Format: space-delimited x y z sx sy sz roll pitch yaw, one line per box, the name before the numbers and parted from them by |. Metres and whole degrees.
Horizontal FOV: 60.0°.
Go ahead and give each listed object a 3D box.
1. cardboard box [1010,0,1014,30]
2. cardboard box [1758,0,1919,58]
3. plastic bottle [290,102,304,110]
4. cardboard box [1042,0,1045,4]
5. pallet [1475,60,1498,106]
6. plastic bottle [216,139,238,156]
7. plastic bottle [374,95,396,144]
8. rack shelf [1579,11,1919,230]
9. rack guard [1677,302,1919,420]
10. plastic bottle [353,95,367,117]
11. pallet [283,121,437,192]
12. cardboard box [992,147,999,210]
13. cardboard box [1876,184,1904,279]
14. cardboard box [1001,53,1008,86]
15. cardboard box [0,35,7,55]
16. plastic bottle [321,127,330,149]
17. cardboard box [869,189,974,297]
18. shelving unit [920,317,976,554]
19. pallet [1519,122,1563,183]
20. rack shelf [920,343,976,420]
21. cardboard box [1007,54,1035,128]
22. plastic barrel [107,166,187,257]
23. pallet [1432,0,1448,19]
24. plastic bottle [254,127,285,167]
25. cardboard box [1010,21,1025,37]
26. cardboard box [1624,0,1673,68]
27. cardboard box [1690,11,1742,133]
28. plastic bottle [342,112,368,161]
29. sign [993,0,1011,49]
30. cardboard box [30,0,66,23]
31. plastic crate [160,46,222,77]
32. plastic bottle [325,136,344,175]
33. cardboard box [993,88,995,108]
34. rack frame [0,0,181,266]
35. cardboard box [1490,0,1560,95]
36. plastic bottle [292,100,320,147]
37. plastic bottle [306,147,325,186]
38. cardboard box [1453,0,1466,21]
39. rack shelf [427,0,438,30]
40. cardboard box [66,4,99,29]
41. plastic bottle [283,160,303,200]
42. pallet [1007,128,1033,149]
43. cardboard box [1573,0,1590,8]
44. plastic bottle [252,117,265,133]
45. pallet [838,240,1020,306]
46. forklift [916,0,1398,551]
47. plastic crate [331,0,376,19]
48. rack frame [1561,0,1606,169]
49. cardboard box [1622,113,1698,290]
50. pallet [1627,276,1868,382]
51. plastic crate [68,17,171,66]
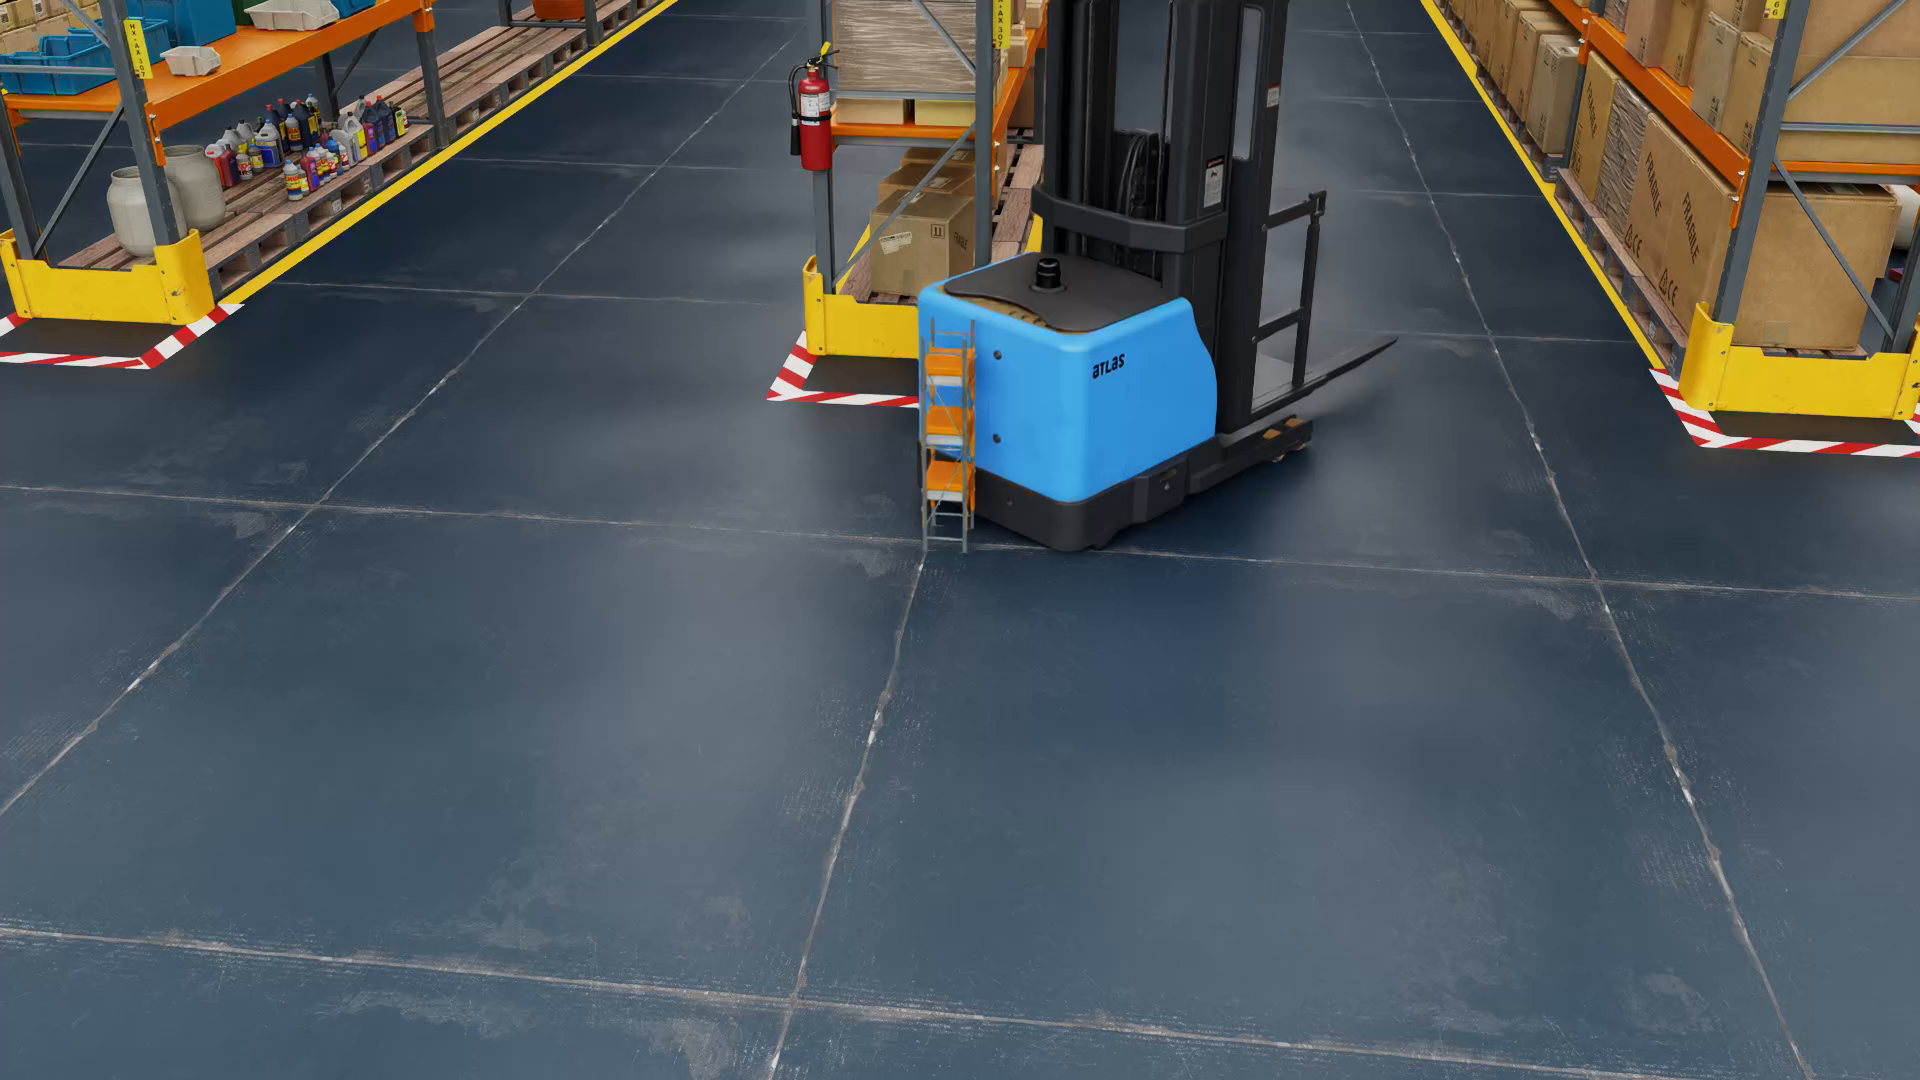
cardboard box | -0.107 -3.566 10.788 0.875 0.500 0.500 3 28 6
cardboard box | 4.673 -2.802 8.492 0.875 0.550 0.550 3 28 6
plastic bottle | -5.233 -3.311 13.142 0.152 0.276 0.135 4 29 8
cardboard box | 0.434 -4.078 12.422 0.380 0.149 0.250 3 28 6
pallet | 5.398 -4.260 15.435 1.003 0.211 1.213 3 28 6
plastic bottle | -5.372 -2.779 12.154 0.152 0.276 0.135 3 28 5
plastic bottle | -4.539 -3.303 13.047 0.144 0.351 0.185 3 28 5
rack shelf | 4.834 -2.713 10.382 1.077 0.370 4.000 3 28 6
rack guard | 4.586 -0.977 9.036 1.175 0.500 0.348 3 28 6
plastic bottle | -4.683 -3.311 13.062 0.144 0.351 0.185 3 28 6
pallet | -4.870 -3.054 13.196 1.003 0.211 1.213 3 28 6
cardboard box | 0.020 -2.639 11.678 0.500 0.500 0.500 1 28 2
cardboard box | 5.908 -2.082 11.084 0.500 0.500 0.500 8 29 15
cardboard box | 0.093 -2.904 10.242 0.380 0.149 0.250 3 28 6
cardboard box | -9.242 -4.519 15.432 0.500 0.250 0.500 3 28 5
plastic bottle | -4.732 -2.960 12.482 0.061 0.283 0.133 3 28 6
cardboard box | -0.228 -1.802 10.124 0.500 0.500 0.500 9 30 16
shelving unit | -0.052 -0.462 7.500 0.215 1.050 0.252 4 29 7
pallet | 5.099 -3.111 13.303 1.003 0.211 1.213 3 28 6
rack shelf | -0.052 -0.702 7.371 0.215 0.259 0.240 4 29 7
cardboard box | 0.266 -3.688 13.605 0.700 0.500 0.500 1 28 2
plastic barrel | -5.232 -2.116 10.695 0.421 0.512 0.421 0 28 0
pallet | 5.966 -6.143 18.930 1.003 0.211 1.213 3 28 6
plastic bottle | -5.182 -2.948 12.467 0.152 0.276 0.135 3 28 6
cardboard box | 0.236 -3.373 11.113 0.380 0.149 0.250 3 28 6
cardboard box | 4.818 -3.355 10.658 0.875 0.550 0.550 3 28 6
cardboard box | 4.635 -2.592 9.240 0.875 0.550 0.550 3 28 6
plastic bottle | -4.603 -3.060 12.597 0.144 0.351 0.185 3 28 6
sign | 0.217 -2.774 8.824 0.100 0.325 0.005 3 28 6
cardboard box | -9.114 -5.245 16.189 0.500 0.311 0.500 3 28 6
plastic crate | -4.808 -2.999 10.431 0.298 0.136 0.250 3 28 6
plastic bottle | -4.626 -2.844 12.279 0.097 0.271 0.097 0 28 0
cardboard box | 0.000 -2.551 9.587 0.380 0.149 0.250 3 28 6
rack frame | -5.237 -2.712 9.622 1.000 3.000 0.127 3 28 6
cardboard box | 5.302 -4.356 14.601 1.050 0.750 0.750 4 29 7
plastic bottle | -5.114 -3.258 12.964 0.144 0.351 0.185 3 28 6
plastic bottle | -4.663 -2.701 12.014 0.097 0.271 0.097 0 28 0
cardboard box | 5.507 -5.758 17.467 0.500 0.500 0.500 2 28 4
rack shelf | -4.502 -5.220 15.035 1.077 0.370 4.000 3 28 6
cardboard box | -9.054 -5.237 16.765 0.500 0.250 0.500 3 28 6
plastic bottle | -4.705 -2.540 11.715 0.097 0.271 0.097 0 28 0
pallet | 0.263 -3.446 13.924 1.003 0.211 1.213 3 28 6
cardboard box | 4.878 -4.277 12.420 0.500 0.500 0.500 3 28 6
plastic bottle | -5.342 -3.073 12.691 0.061 0.283 0.133 5 29 8
pallet | -0.177 -1.613 10.521 1.003 0.211 1.213 3 28 6
forklift | 1.181 -1.840 8.076 1.130 2.935 3.031 25 37 38
plastic crate | -4.613 -3.993 12.156 0.499 0.251 0.616 3 28 6
rack frame | 5.079 -3.971 11.959 1.000 3.000 0.127 3 28 6
cardboard box | 4.712 -2.075 10.237 0.875 0.875 0.875 3 28 5
pallet | 4.609 -1.242 9.833 1.003 0.211 1.213 3 28 6
plastic crate | -5.387 -3.205 10.693 0.499 0.251 0.408 3 28 6
